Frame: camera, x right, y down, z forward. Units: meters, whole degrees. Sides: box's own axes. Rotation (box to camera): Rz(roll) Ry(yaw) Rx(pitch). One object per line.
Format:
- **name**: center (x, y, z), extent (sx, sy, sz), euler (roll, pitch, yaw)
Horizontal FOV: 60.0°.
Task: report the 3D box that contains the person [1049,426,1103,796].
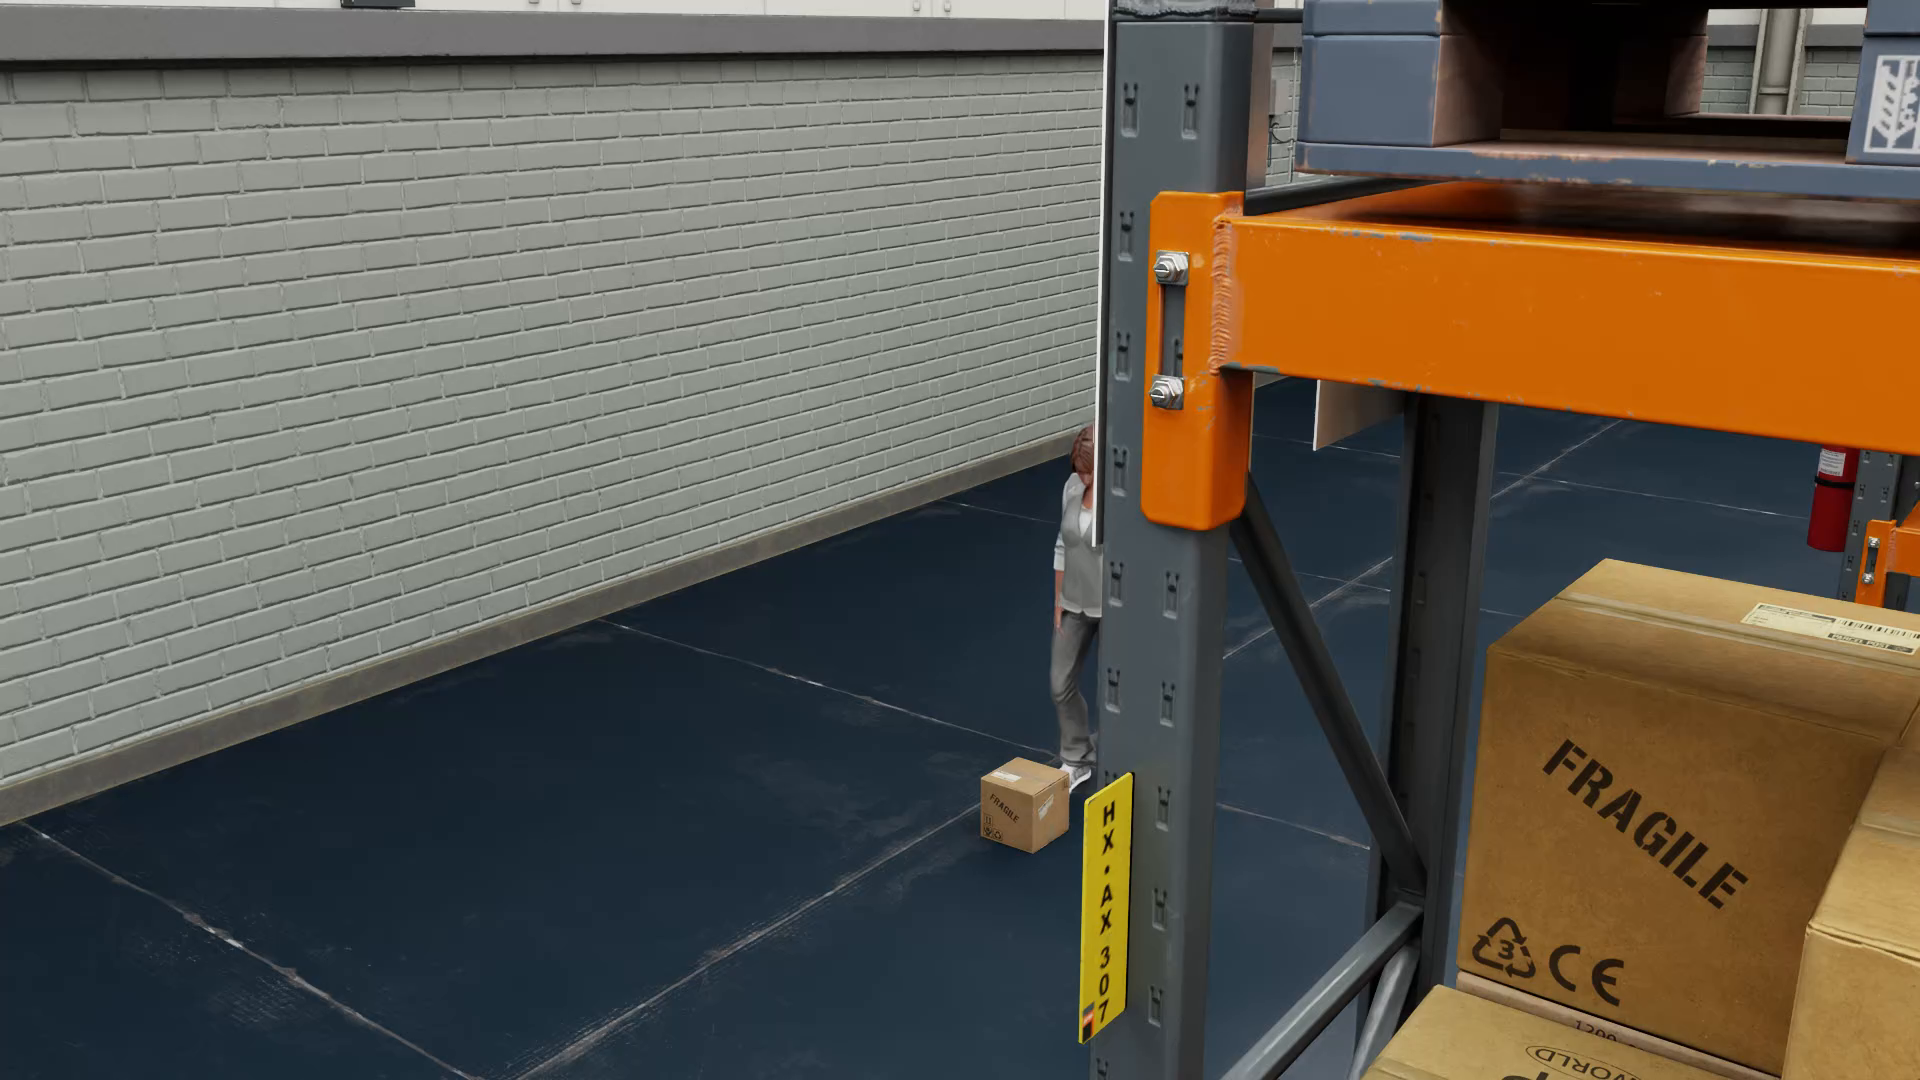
- **person**: center (0.561, 0.309, 6.635), extent (0.423, 1.549, 0.368), euler (13, 21, 36)
